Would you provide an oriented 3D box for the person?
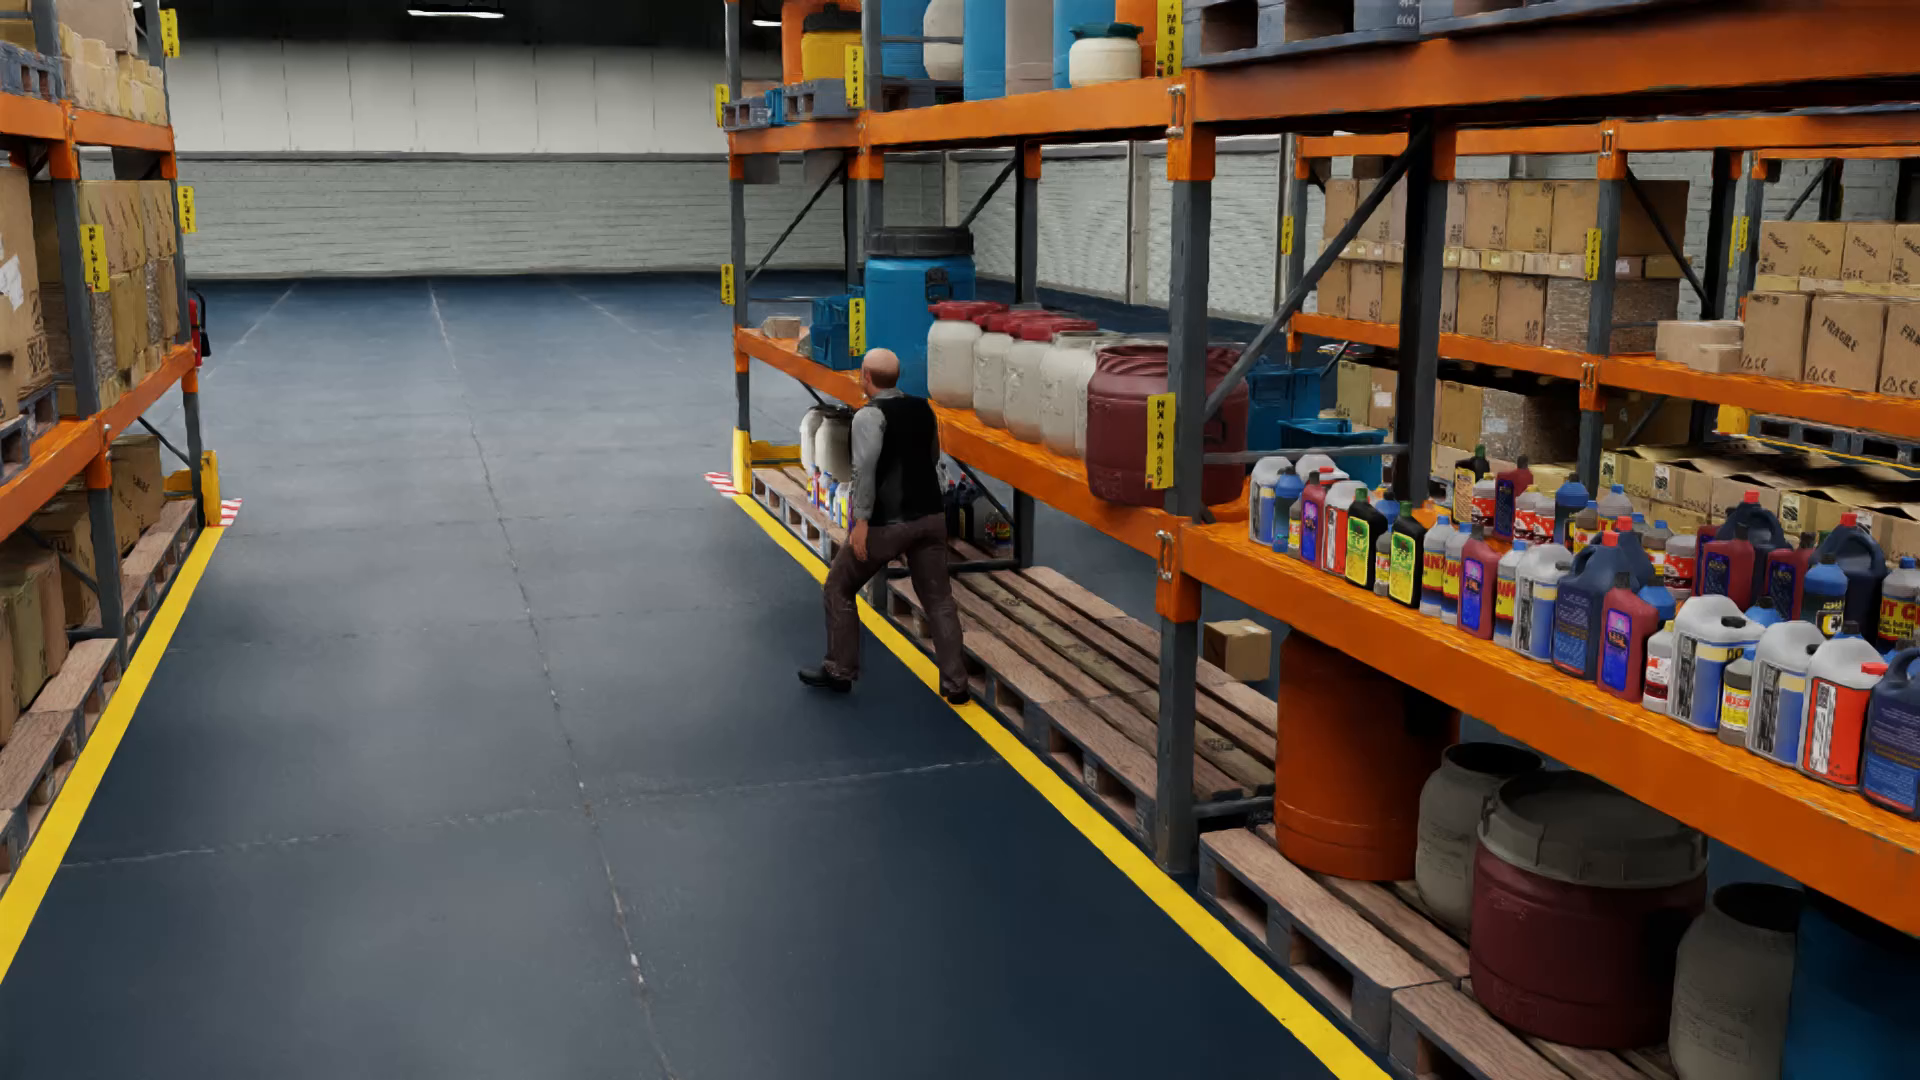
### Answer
[{"bbox_3d":[-0.316,-0.076,7.930,0.668,1.668,0.779,-10,16,-38],"label":"person"}]
